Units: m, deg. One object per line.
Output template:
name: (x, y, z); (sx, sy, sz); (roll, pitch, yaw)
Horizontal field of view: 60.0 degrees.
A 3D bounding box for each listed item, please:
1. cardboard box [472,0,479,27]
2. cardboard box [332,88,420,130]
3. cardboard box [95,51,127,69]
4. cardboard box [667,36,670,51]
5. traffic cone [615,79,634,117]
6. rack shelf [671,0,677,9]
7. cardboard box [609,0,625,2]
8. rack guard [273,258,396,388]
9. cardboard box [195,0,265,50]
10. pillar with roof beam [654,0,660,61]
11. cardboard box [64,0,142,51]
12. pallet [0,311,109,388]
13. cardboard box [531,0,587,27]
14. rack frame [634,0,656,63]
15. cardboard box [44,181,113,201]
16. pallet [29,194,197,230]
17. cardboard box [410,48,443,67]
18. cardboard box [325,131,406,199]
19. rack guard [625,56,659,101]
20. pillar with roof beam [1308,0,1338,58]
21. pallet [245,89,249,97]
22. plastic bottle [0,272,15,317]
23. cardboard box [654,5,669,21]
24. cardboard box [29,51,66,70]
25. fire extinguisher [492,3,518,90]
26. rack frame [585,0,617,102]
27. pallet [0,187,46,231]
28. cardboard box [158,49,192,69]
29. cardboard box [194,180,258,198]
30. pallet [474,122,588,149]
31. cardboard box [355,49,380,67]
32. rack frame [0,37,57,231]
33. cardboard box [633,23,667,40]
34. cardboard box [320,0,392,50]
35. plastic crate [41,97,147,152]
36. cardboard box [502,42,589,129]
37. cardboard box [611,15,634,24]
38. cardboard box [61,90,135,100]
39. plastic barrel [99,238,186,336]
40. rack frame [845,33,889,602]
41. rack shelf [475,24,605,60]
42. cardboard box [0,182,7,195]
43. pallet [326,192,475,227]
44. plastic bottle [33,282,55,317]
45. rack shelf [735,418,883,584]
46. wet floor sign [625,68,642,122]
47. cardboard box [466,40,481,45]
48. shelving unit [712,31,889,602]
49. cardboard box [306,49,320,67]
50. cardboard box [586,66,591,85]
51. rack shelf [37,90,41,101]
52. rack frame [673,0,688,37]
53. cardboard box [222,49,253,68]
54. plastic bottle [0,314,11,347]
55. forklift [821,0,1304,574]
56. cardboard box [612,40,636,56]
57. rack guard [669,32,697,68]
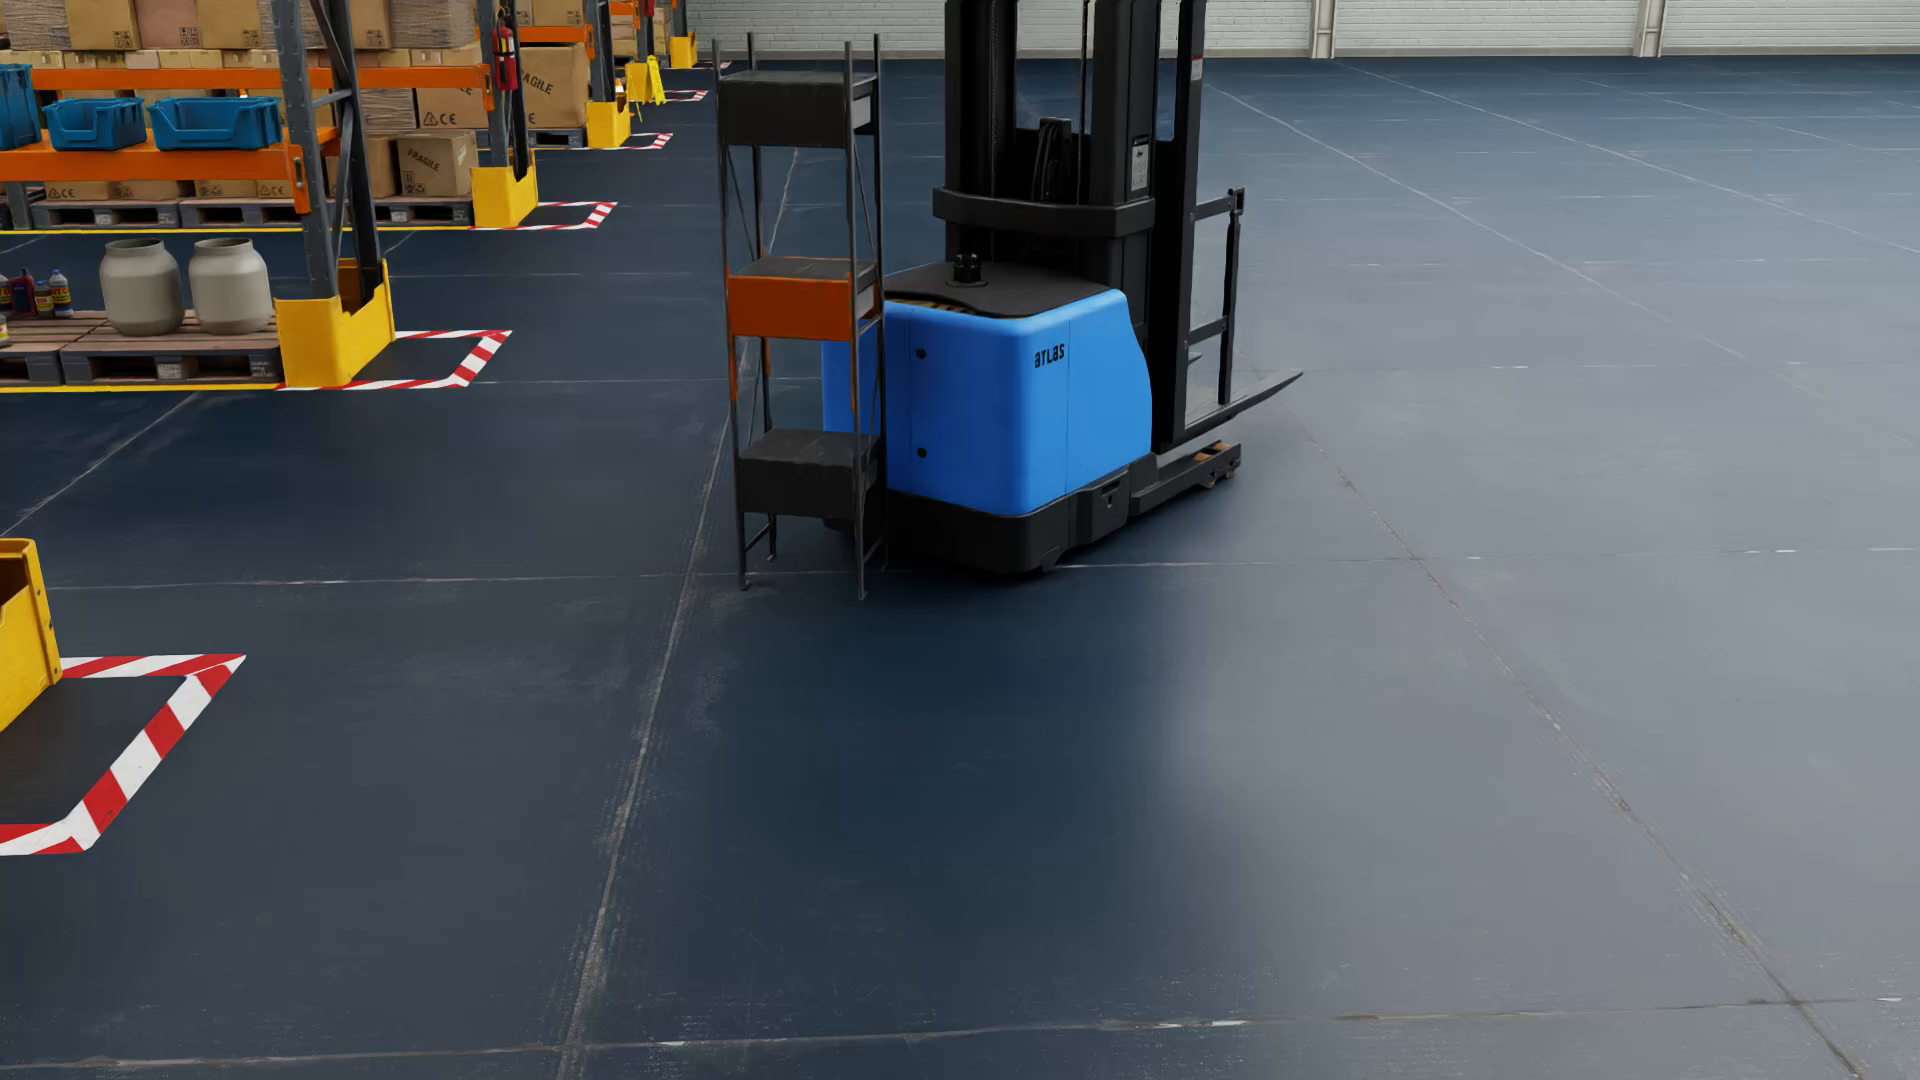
cardboard box: (-5.554, -6.073, 18.646); (0.550, 0.550, 0.875); (-1, 21, -3)
cardboard box: (-6.533, -5.142, 18.807); (0.875, 0.875, 0.875); (-1, 21, -3)
cardboard box: (-6.904, -3.971, 13.688); (0.250, 0.149, 0.380); (-1, 21, -3)
cardboard box: (-5.244, -8.503, 28.512); (0.500, 0.250, 0.500); (-1, 21, -3)
traffic cone: (-4.408, -5.729, 21.517); (0.334, 0.463, 0.336); (-1, 21, -3)
rack shelf: (-6.739, -9.155, 27.963); (4.000, 0.370, 1.077); (-1, 21, -3)
cardboard box: (-4.816, -7.568, 23.135); (0.250, 0.149, 0.380); (0, 21, -1)
rack guard: (-3.680, -1.302, 9.839); (0.348, 0.500, 1.175); (-1, 21, -3)
cardboard box: (-5.934, -4.379, 13.849); (0.500, 0.500, 0.875); (-1, 21, -3)
pillar with roof beam: (-5.243, -11.112, 23.661); (0.400, 9.000, 9.100); (-1, 21, -3)
cardboard box: (-6.929, -4.338, 13.740); (0.500, 0.500, 0.875); (-1, 21, -3)
pallet: (-5.706, -1.129, 9.790); (1.213, 0.211, 1.003); (-1, 21, -3)
cardboard box: (-4.439, -6.059, 18.608); (0.550, 0.550, 0.875); (-1, 21, -3)
rack frame: (-4.455, -7.769, 23.310); (0.127, 3.000, 1.000); (-1, 21, -3)
cardboard box: (-7.481, -3.189, 14.204); (0.500, 0.500, 0.500); (-2, 21, -5)
pallet: (-7.214, -2.890, 14.415); (1.213, 0.211, 1.003); (-1, 21, -3)
cardboard box: (-4.412, -4.047, 13.888); (0.250, 0.149, 0.380); (-1, 21, -3)
cardboard box: (-5.109, -3.245, 14.352); (0.500, 0.500, 0.500); (4, 21, 11)
rack guard: (-4.531, -6.599, 23.751); (0.348, 0.500, 1.175); (-1, 21, -3)
pillar with roof beam: (6.737, -11.356, 24.301); (0.400, 9.000, 9.100); (-1, 21, -3)
pallet: (-10.447, -6.342, 23.482); (1.213, 0.211, 1.003); (-1, 21, -3)
plastic bottle: (-5.777, -1.486, 10.025); (0.097, 0.271, 0.097); (0, 21, 0)
cardboard box: (-5.233, -8.968, 28.329); (0.500, 0.250, 0.500); (-1, 21, -4)
cardboard box: (-7.401, -3.948, 13.627); (0.250, 0.149, 0.380); (-1, 21, -3)
fire extinguisher: (-3.749, -4.051, 13.654); (0.183, 0.674, 0.296); (-1, 21, -3)
rack frame: (-4.072, -6.012, 18.697); (0.127, 3.000, 1.000); (-1, 21, -3)
pallet: (-8.660, -2.848, 14.304); (1.213, 0.211, 1.003); (-1, 21, -3)
cardboard box: (-6.404, -3.981, 13.716); (0.250, 0.149, 0.380); (-1, 21, -3)
cardboard box: (-6.294, -3.244, 14.348); (0.500, 0.500, 0.500); (-3, 21, -8)
pallet: (-4.865, -4.665, 19.078); (1.213, 0.211, 1.003); (-1, 21, -3)
cardboard box: (-4.909, -4.024, 13.828); (0.250, 0.149, 0.380); (-1, 21, -3)
rack frame: (-7.883, -4.167, 13.850); (0.127, 3.000, 1.000); (-1, 21, -3)
cardboard box: (-5.210, -8.556, 27.949); (0.500, 0.250, 0.500); (-1, 21, -4)
cardboard box: (-4.932, -4.380, 13.851); (0.500, 0.500, 0.875); (-1, 21, -3)
plastic crate: (-4.738, -2.292, 9.134); (0.408, 0.251, 0.499); (-1, 21, -3)
cardboard box: (-4.745, -5.178, 18.902); (0.875, 0.875, 0.875); (-1, 21, -3)
cardboard box: (-5.694, -8.778, 27.830); (0.500, 0.250, 0.500); (-1, 21, -2)
cardboard box: (-9.643, -5.013, 18.644); (0.750, 0.750, 1.050); (-1, 21, -3)
plastic barrel: (-4.760, -1.472, 9.677); (0.421, 0.512, 0.421); (0, 21, 0)
rack frame: (-0.346, -0.808, 6.293); (0.015, 2.100, 0.400); (5, 21, 12)
rack shelf: (-6.068, -5.636, 18.718); (4.000, 0.370, 1.077); (-1, 21, -3)
cardboard box: (-8.497, -3.200, 14.204); (0.500, 0.500, 0.700); (-3, 21, -7)
pallet: (-4.778, -2.940, 14.546); (1.213, 0.211, 1.003); (-1, 21, -3)
plastic bottle: (-5.538, -1.459, 10.051); (0.097, 0.201, 0.097); (0, 21, 0)
rack shelf: (-0.583, -0.161, 6.599); (0.480, 0.518, 0.431); (5, 21, 12)
wet floor sign: (-4.156, -5.616, 20.965); (0.232, 0.644, 0.267); (-5, 21, -12)
cardboard box: (-4.187, -4.210, 14.316); (0.250, 0.149, 0.380); (-1, 21, -3)
shelving unit: (-0.583, -0.828, 6.345); (0.503, 2.100, 0.431); (5, 21, 12)
cardboard box: (-5.409, -4.021, 13.819); (0.250, 0.149, 0.380); (-1, 21, -3)
cardboard box: (-5.271, -6.567, 23.429); (0.500, 0.250, 0.500); (-1, 21, -3)
rack shelf: (-9.880, -3.790, 13.872); (4.000, 0.370, 1.077); (-1, 21, -3)
rack frame: (-4.742, -9.532, 27.941); (0.127, 3.000, 1.000); (-1, 21, -3)
cardboard box: (-5.907, -4.004, 13.774); (0.250, 0.149, 0.380); (-1, 21, -3)
plastic bottle: (-5.415, -1.194, 9.355); (0.097, 0.201, 0.097); (0, 21, 0)
forklift: (0.680, -1.698, 7.463); (1.130, 2.935, 3.031); (14, 25, 33)
cardboard box: (-5.690, -8.315, 28.018); (0.500, 0.250, 0.500); (-1, 21, -3)
rack guard: (-4.718, -8.364, 28.387); (0.348, 0.500, 1.175); (-1, 21, -3)
